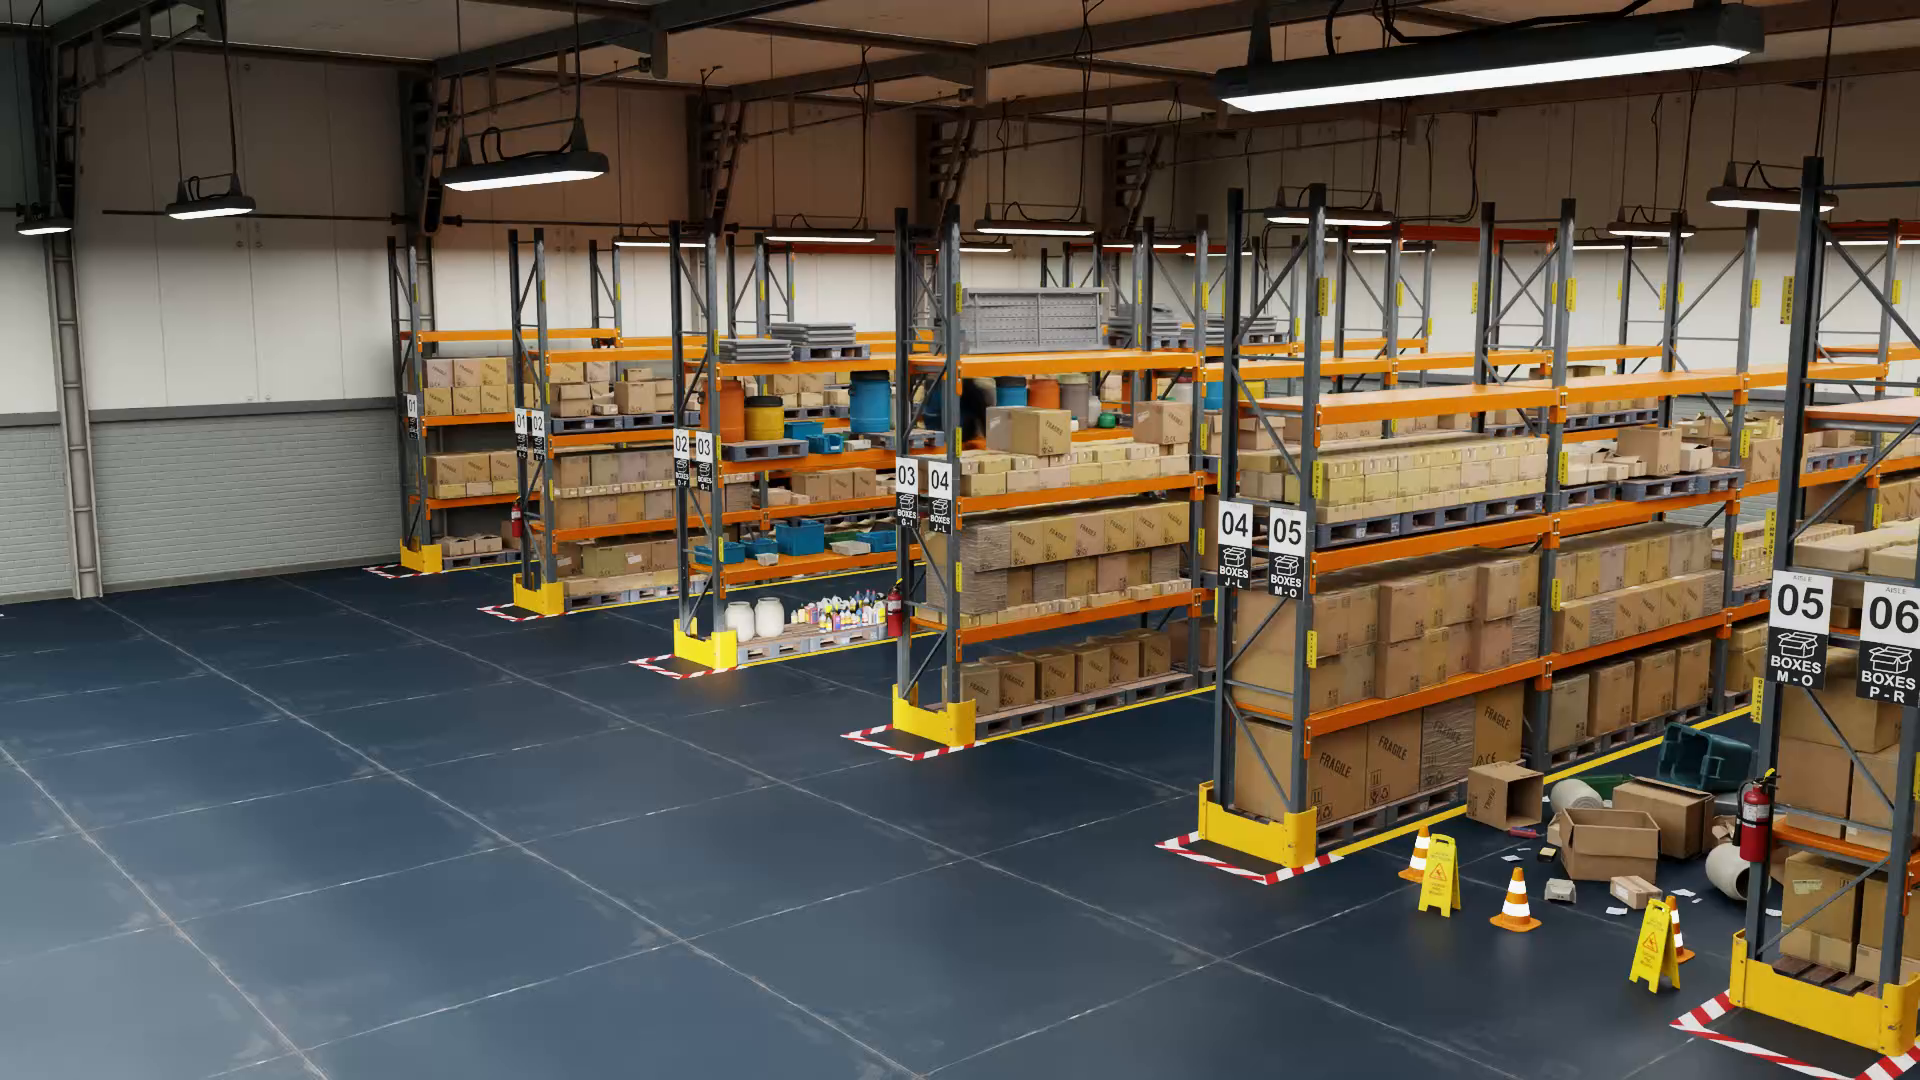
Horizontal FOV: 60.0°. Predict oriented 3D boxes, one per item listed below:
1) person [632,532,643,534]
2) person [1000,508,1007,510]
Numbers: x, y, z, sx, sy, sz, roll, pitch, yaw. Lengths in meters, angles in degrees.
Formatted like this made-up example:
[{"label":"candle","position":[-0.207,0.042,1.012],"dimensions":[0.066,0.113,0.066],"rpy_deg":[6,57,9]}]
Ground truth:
[{"label":"person","position":[-5.699,-0.165,29.513],"dimensions":[0.566,1.620,0.577],"rpy_deg":[-7,12,-40]},{"label":"person","position":[0.960,-0.262,28.475],"dimensions":[0.610,1.732,0.587],"rpy_deg":[-8,12,-43]}]
